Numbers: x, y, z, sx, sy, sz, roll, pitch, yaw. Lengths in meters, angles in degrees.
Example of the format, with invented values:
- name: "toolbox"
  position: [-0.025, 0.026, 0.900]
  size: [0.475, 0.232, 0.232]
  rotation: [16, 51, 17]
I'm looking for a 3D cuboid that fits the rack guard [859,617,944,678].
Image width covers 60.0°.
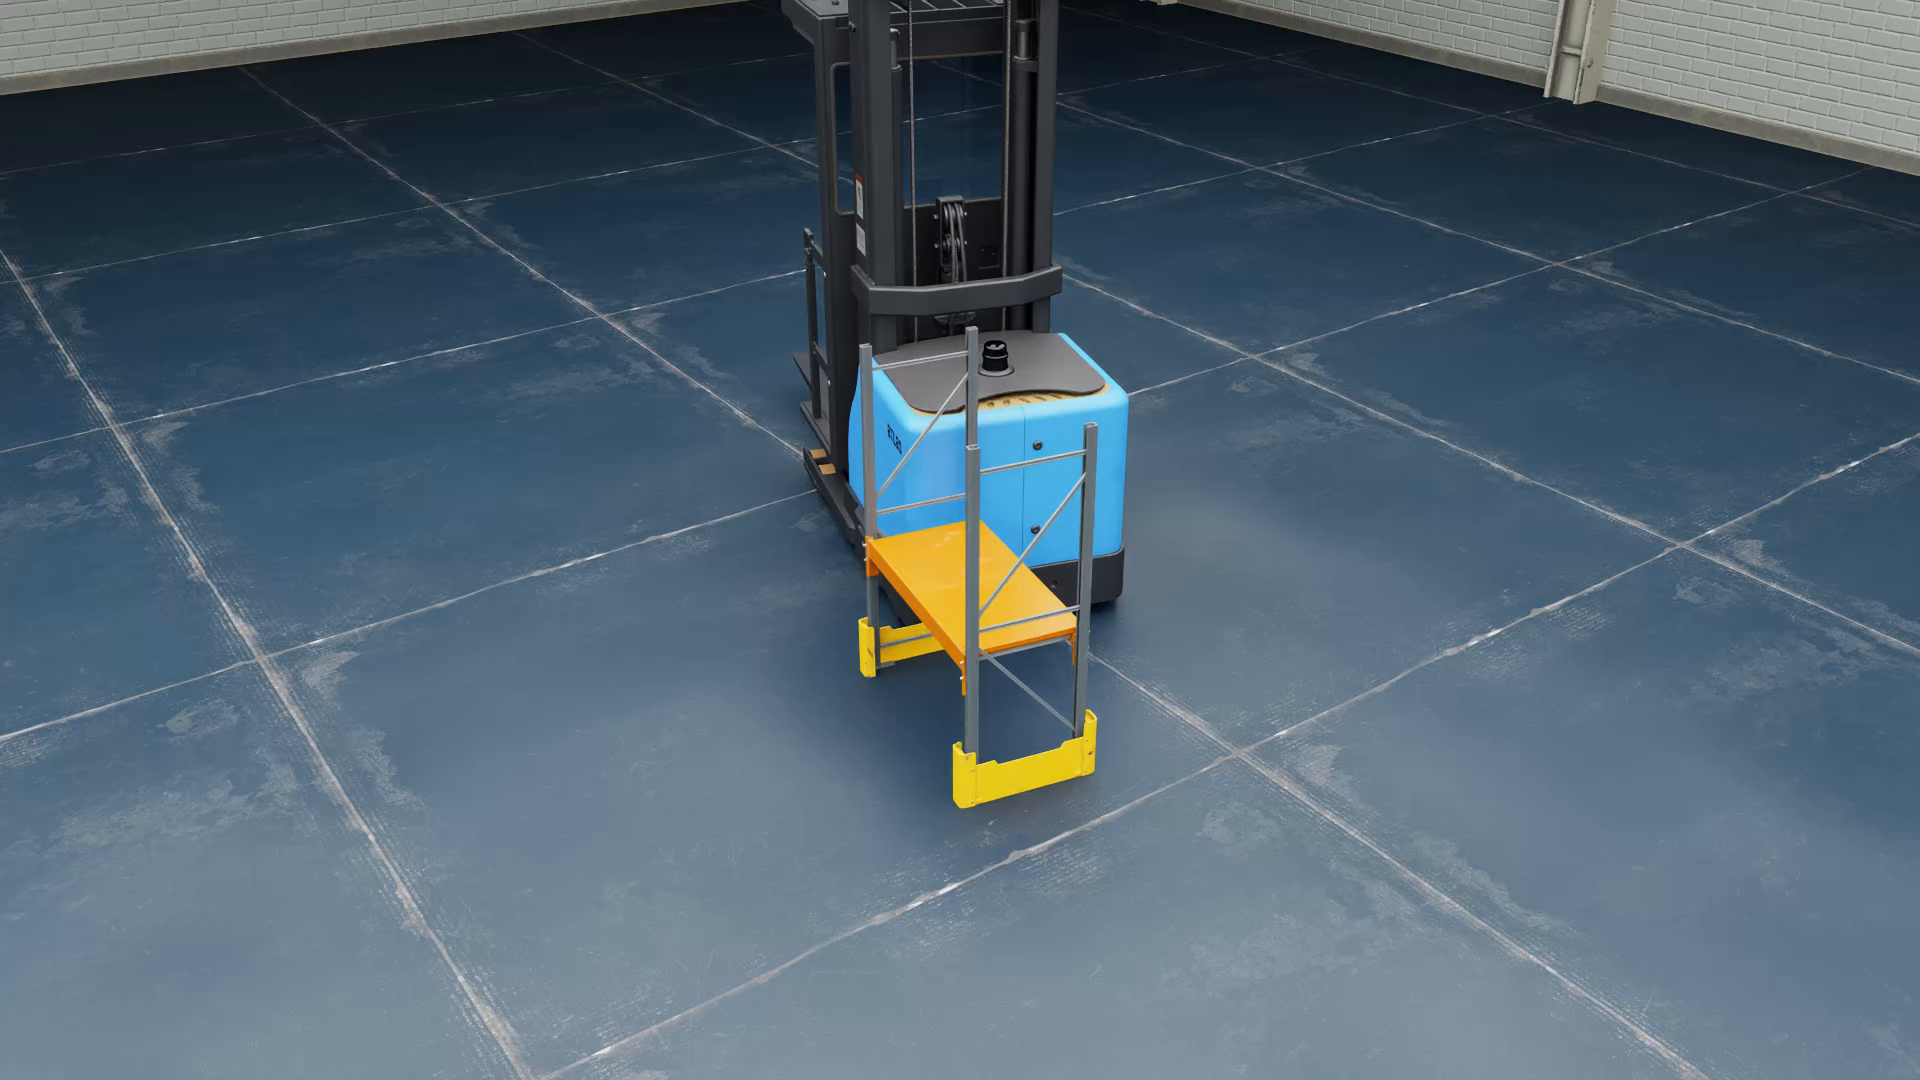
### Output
- name: "rack guard"
  position: [-0.153, 0.411, 7.232]
  size: [0.587, 0.250, 0.087]
  rotation: [-12, 31, -21]

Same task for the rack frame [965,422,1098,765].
- name: "rack frame"
  position: [0.253, 0.296, 6.133]
  size: [0.500, 1.500, 0.032]
  rotation: [-12, 31, -21]

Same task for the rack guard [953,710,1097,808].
- name: "rack guard"
  position: [0.252, 0.845, 6.432]
  size: [0.587, 0.250, 0.087]
  rotation: [-12, 31, -21]

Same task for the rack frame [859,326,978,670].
- name: "rack frame"
  position: [-0.161, -0.147, 6.949]
  size: [0.500, 1.500, 0.032]
  rotation: [-12, 31, -21]

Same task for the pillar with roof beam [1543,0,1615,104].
- name: "pillar with roof beam"
  position: [2.419, -7.056, 11.814]
  size: [9.100, 9.000, 0.400]
  rotation: [-19, 34, -31]

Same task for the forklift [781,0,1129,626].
- name: "forklift"
  position: [-0.194, -1.570, 8.070]
  size: [1.130, 2.935, 3.031]
  rotation: [-9, 30, -16]

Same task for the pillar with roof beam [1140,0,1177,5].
- name: "pillar with roof beam"
  position: [-1.061, -9.389, 16.109]
  size: [9.100, 9.000, 0.400]
  rotation: [-19, 34, -31]

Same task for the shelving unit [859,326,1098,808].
- name: "shelving unit"
  position: [0.050, 0.079, 6.534]
  size: [0.587, 1.500, 1.083]
  rotation: [-12, 31, -21]

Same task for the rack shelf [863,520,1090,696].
- name: "rack shelf"
  position: [0.046, 0.233, 6.627]
  size: [0.538, 0.185, 1.000]
  rotation: [-12, 31, -21]
